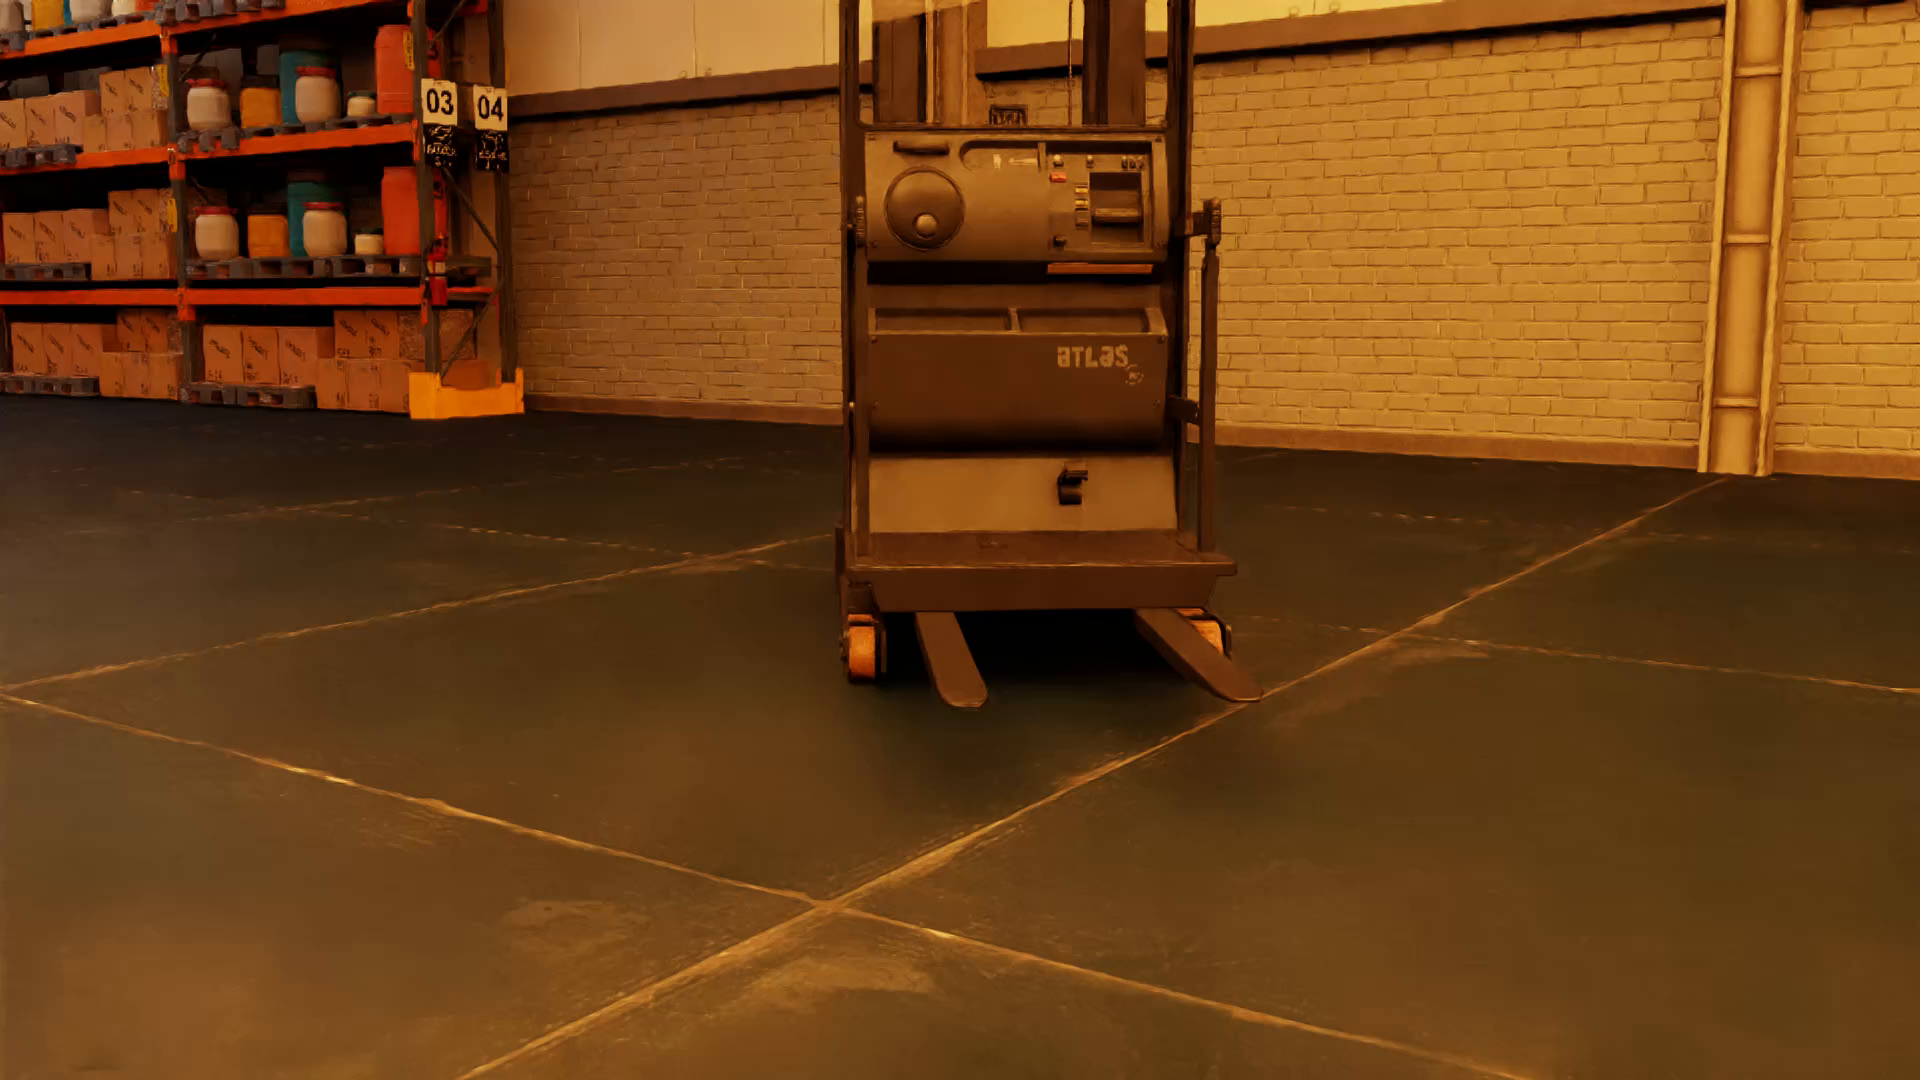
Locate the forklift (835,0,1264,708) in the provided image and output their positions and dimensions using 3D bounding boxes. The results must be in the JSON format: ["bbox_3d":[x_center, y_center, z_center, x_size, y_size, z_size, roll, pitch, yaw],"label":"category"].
[{"bbox_3d":[0.194,-1.094,4.889,1.130,2.935,3.031,-1,8,-5],"label":"forklift"}]
